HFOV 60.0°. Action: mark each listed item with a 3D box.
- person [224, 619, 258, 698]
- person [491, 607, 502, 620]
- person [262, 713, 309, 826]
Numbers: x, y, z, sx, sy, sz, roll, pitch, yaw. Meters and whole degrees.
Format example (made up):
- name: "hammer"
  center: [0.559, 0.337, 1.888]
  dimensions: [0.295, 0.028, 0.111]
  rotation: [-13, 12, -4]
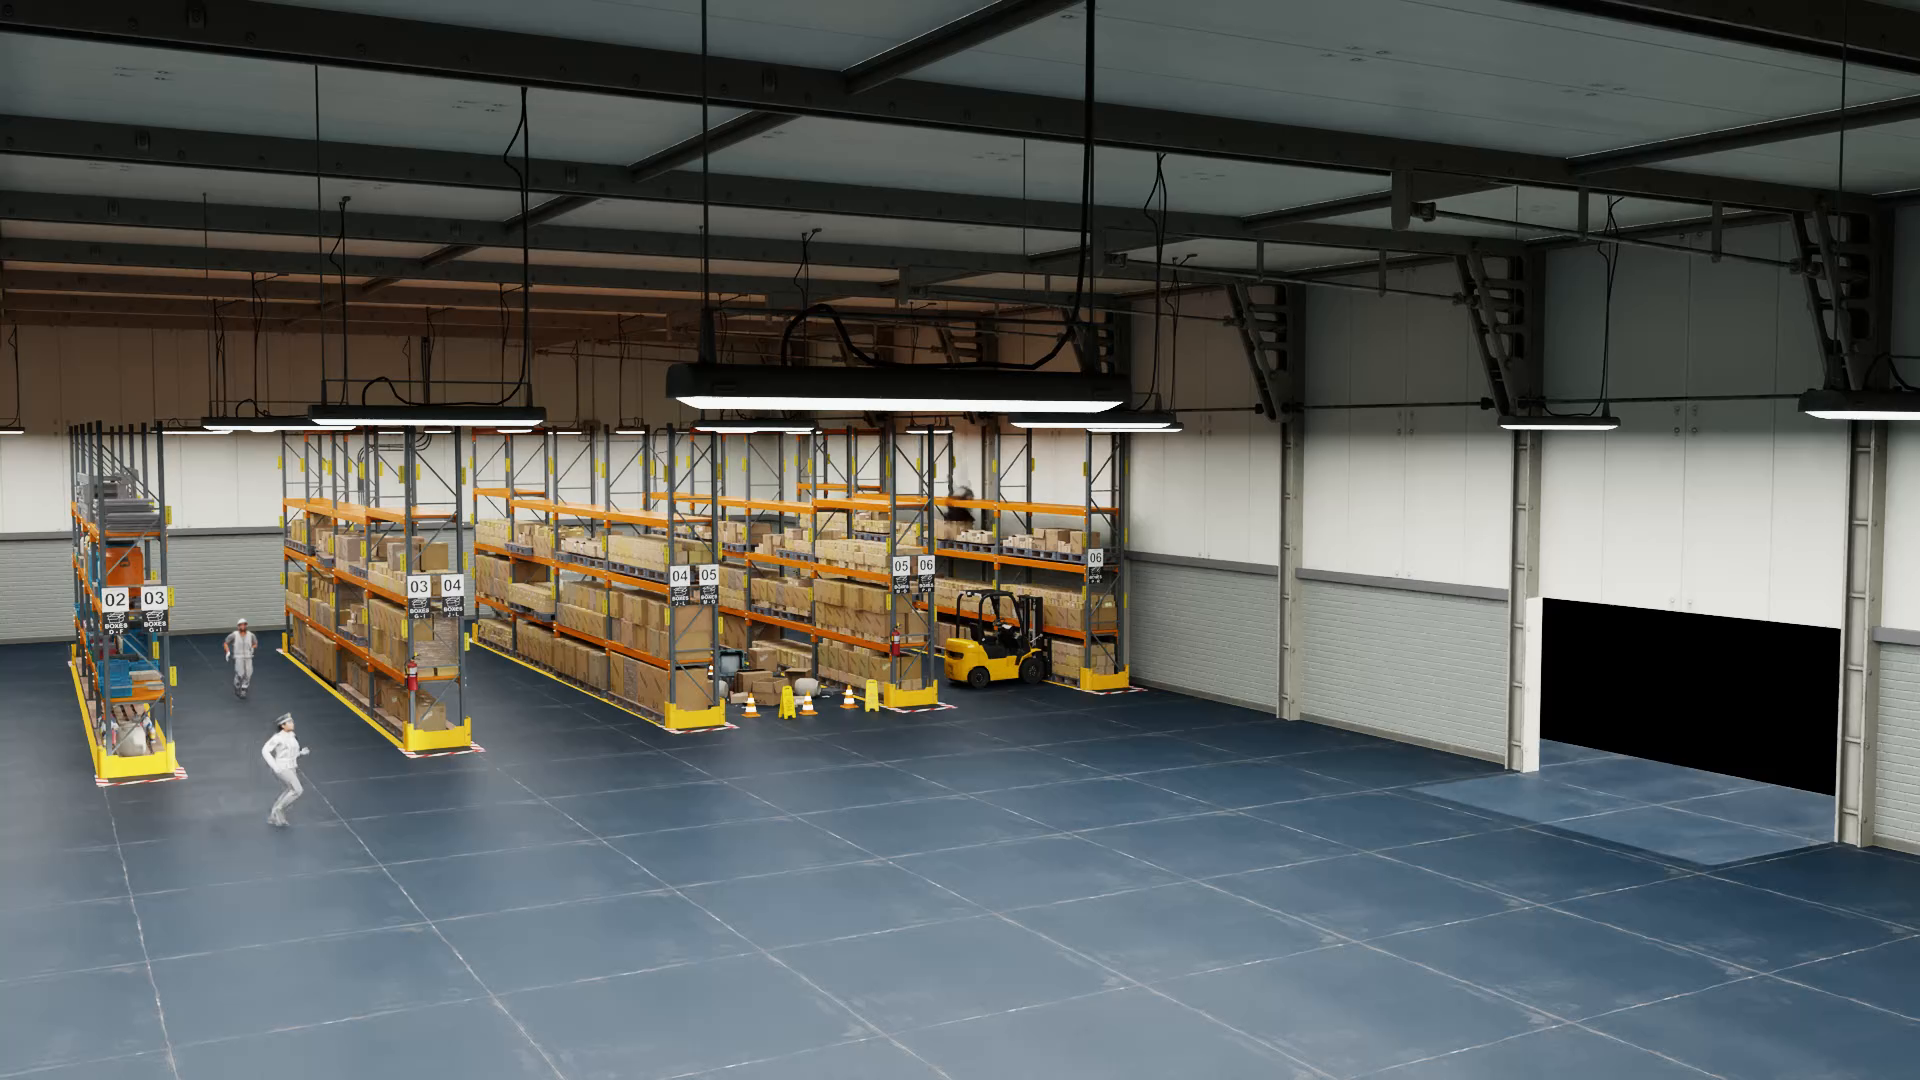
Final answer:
- name: "person"
  center: [-15.647, 2.595, 36.298]
  dimensions: [0.664, 1.739, 0.603]
  rotation: [-3, 4, -37]
- name: "person"
  center: [-13.233, 1.896, 47.878]
  dimensions: [0.696, 1.743, 0.682]
  rotation: [-3, 4, -37]
- name: "person"
  center: [-9.904, 3.372, 24.477]
  dimensions: [0.612, 1.659, 0.612]
  rotation: [0, 4, 2]
